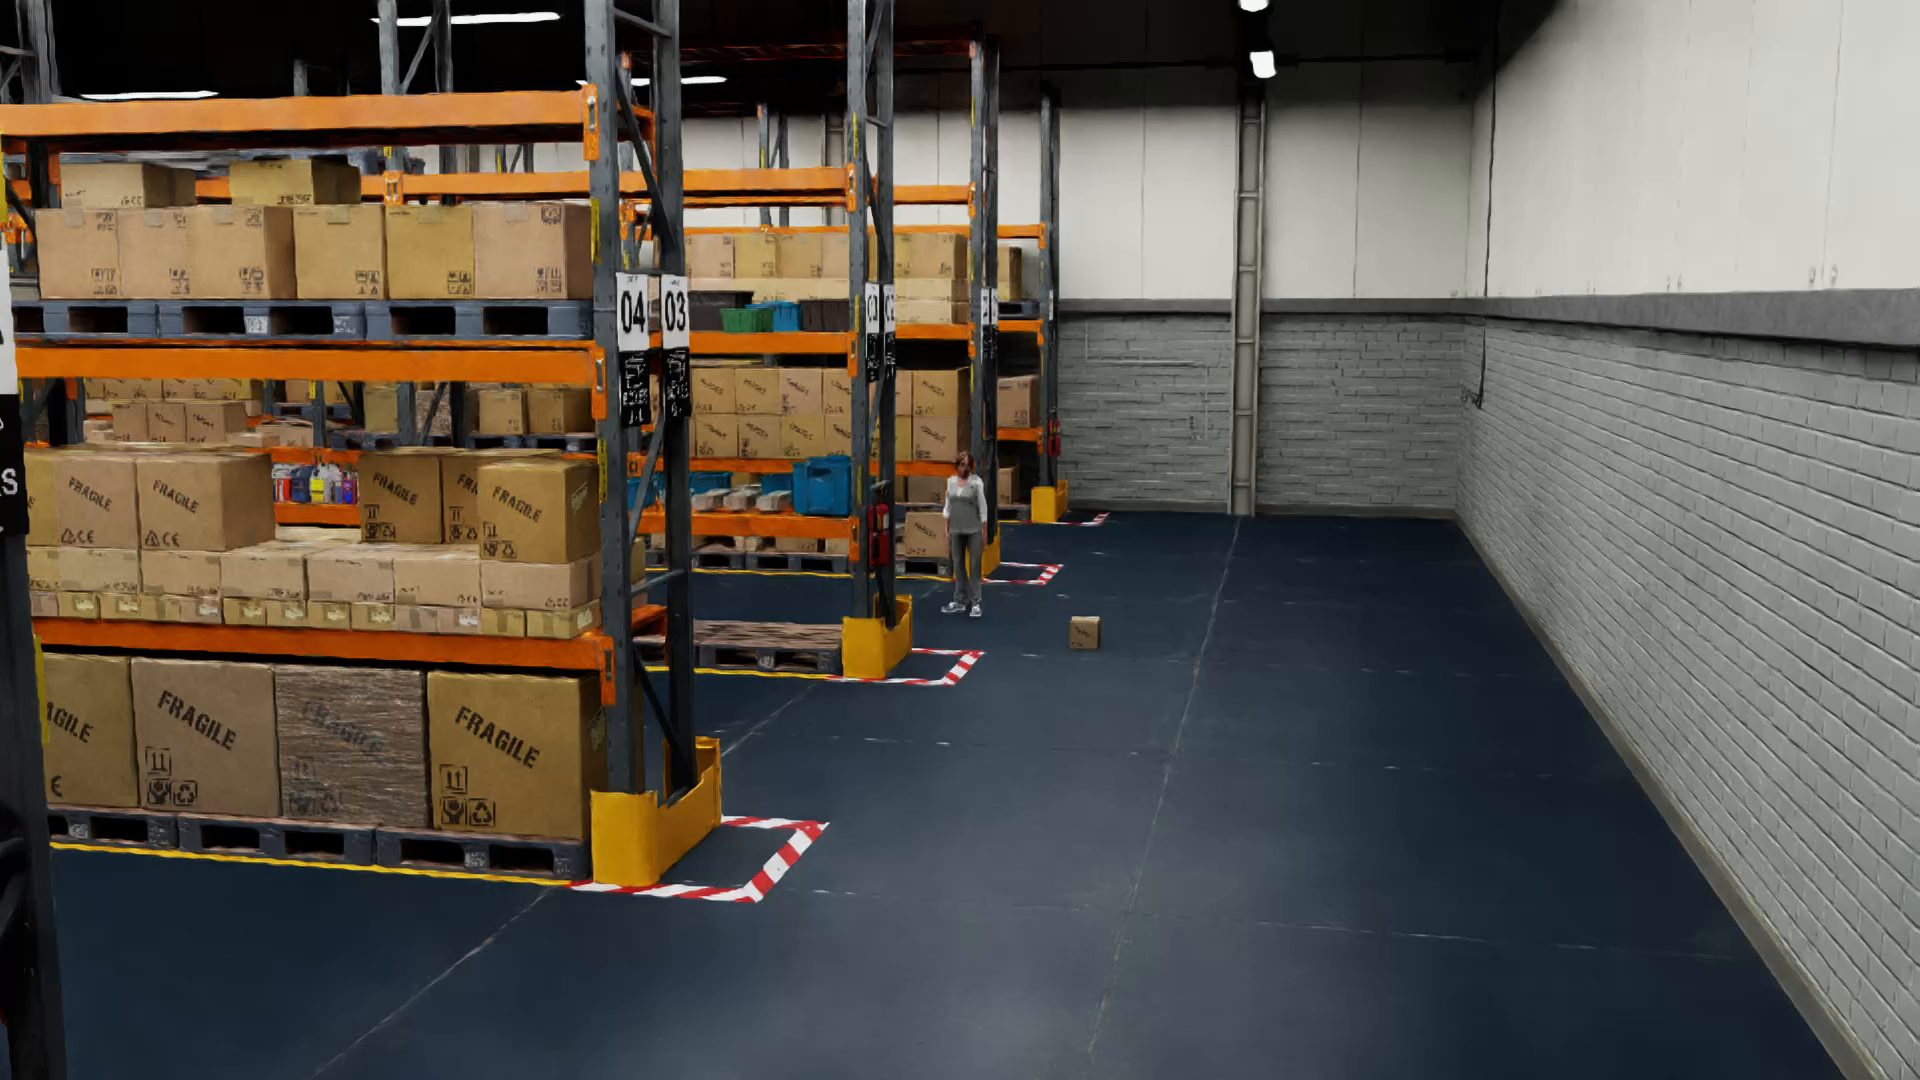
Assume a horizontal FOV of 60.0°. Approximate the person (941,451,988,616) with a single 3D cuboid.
[{"bbox_3d":[0.047,-0.068,16.164,0.499,1.599,0.378,4,9,25],"label":"person"}]
